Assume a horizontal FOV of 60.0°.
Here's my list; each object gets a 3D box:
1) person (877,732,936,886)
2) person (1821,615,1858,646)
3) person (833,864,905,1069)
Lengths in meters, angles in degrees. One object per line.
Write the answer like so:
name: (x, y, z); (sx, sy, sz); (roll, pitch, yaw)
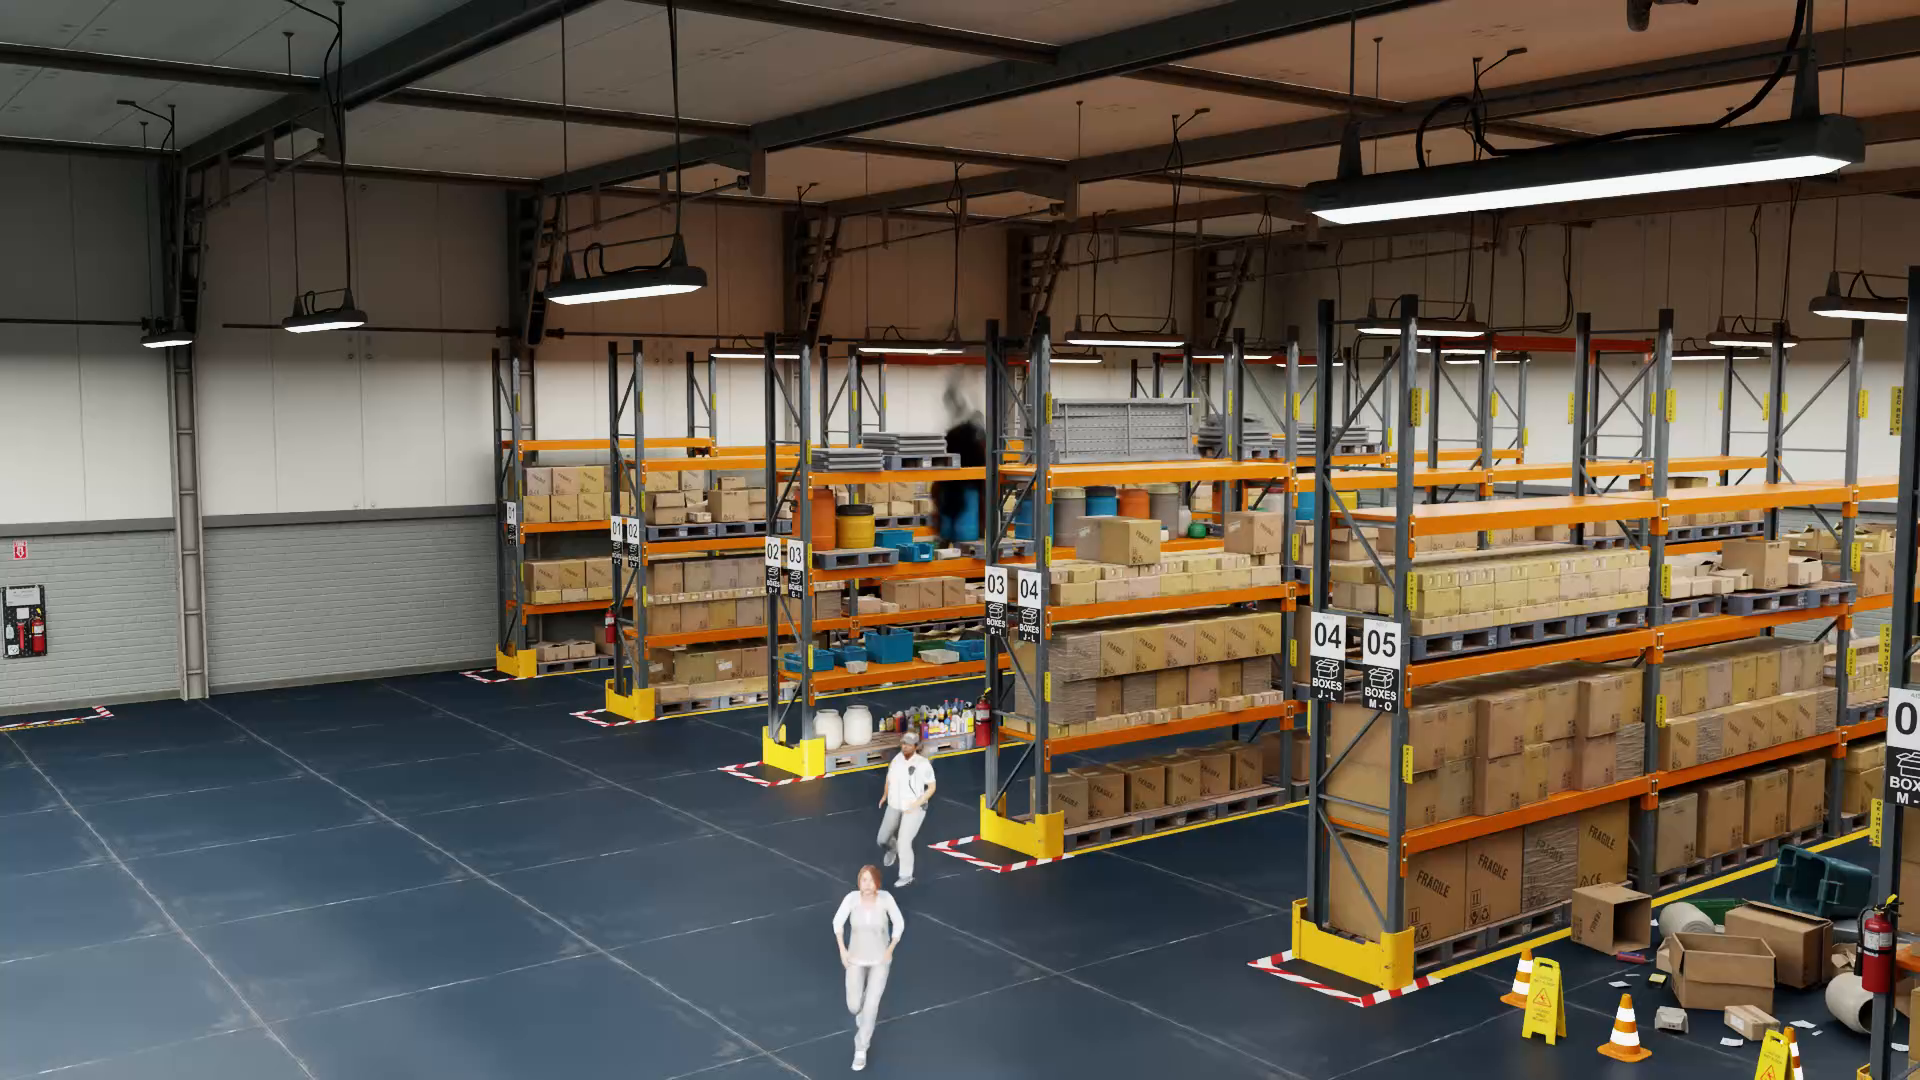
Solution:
person: (-0.565, 2.836, 17.626); (0.690, 1.604, 0.529); (2, 6, 24)
person: (14.273, 1.979, 26.990); (0.589, 1.681, 0.735); (3, 6, 33)
person: (-0.709, 3.275, 12.952); (0.559, 1.545, 0.554); (0, 5, 0)
